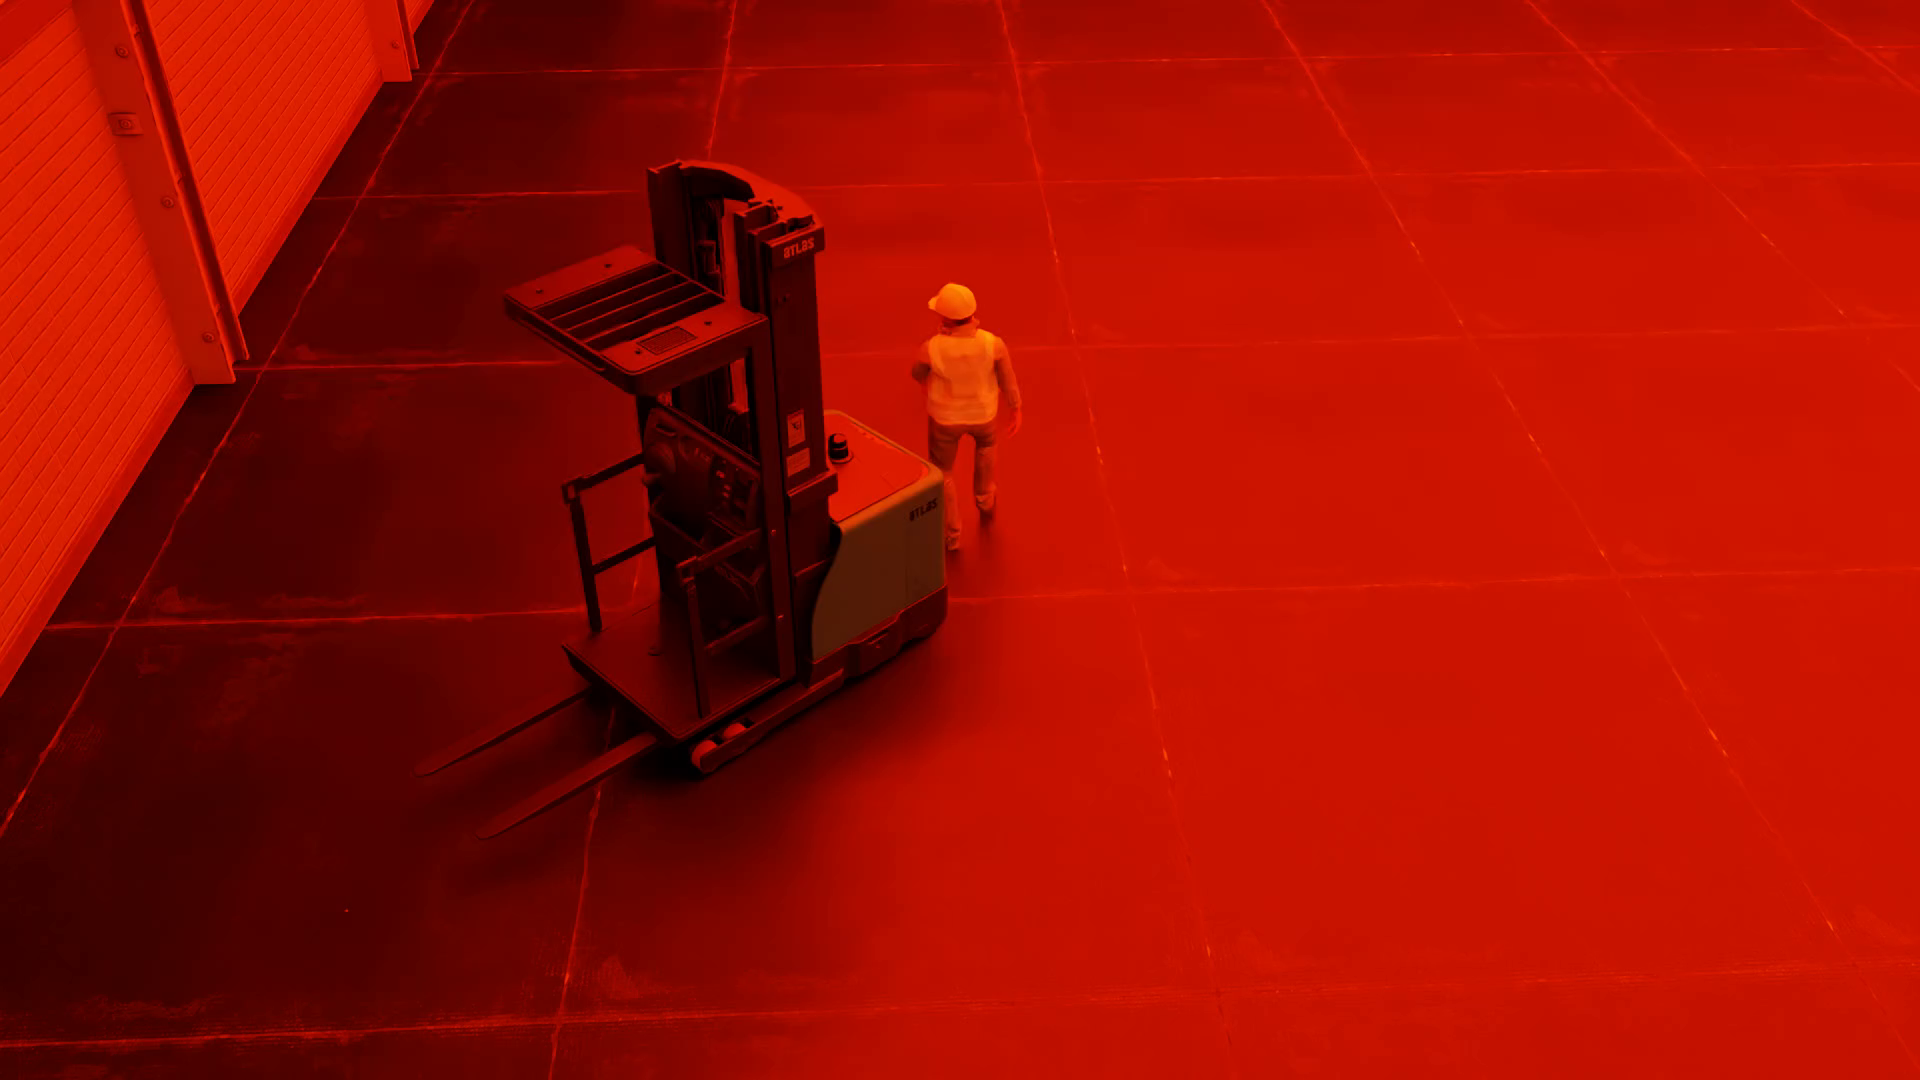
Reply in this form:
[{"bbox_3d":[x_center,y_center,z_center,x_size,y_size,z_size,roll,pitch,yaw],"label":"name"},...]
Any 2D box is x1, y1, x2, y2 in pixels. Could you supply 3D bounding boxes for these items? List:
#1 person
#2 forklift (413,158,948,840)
[{"bbox_3d":[0.043,-0.826,10.186,0.651,1.719,0.712,-7,37,-9],"label":"person"},{"bbox_3d":[-1.480,-0.301,8.423,3.031,2.935,1.130,-30,45,-34],"label":"forklift"}]
